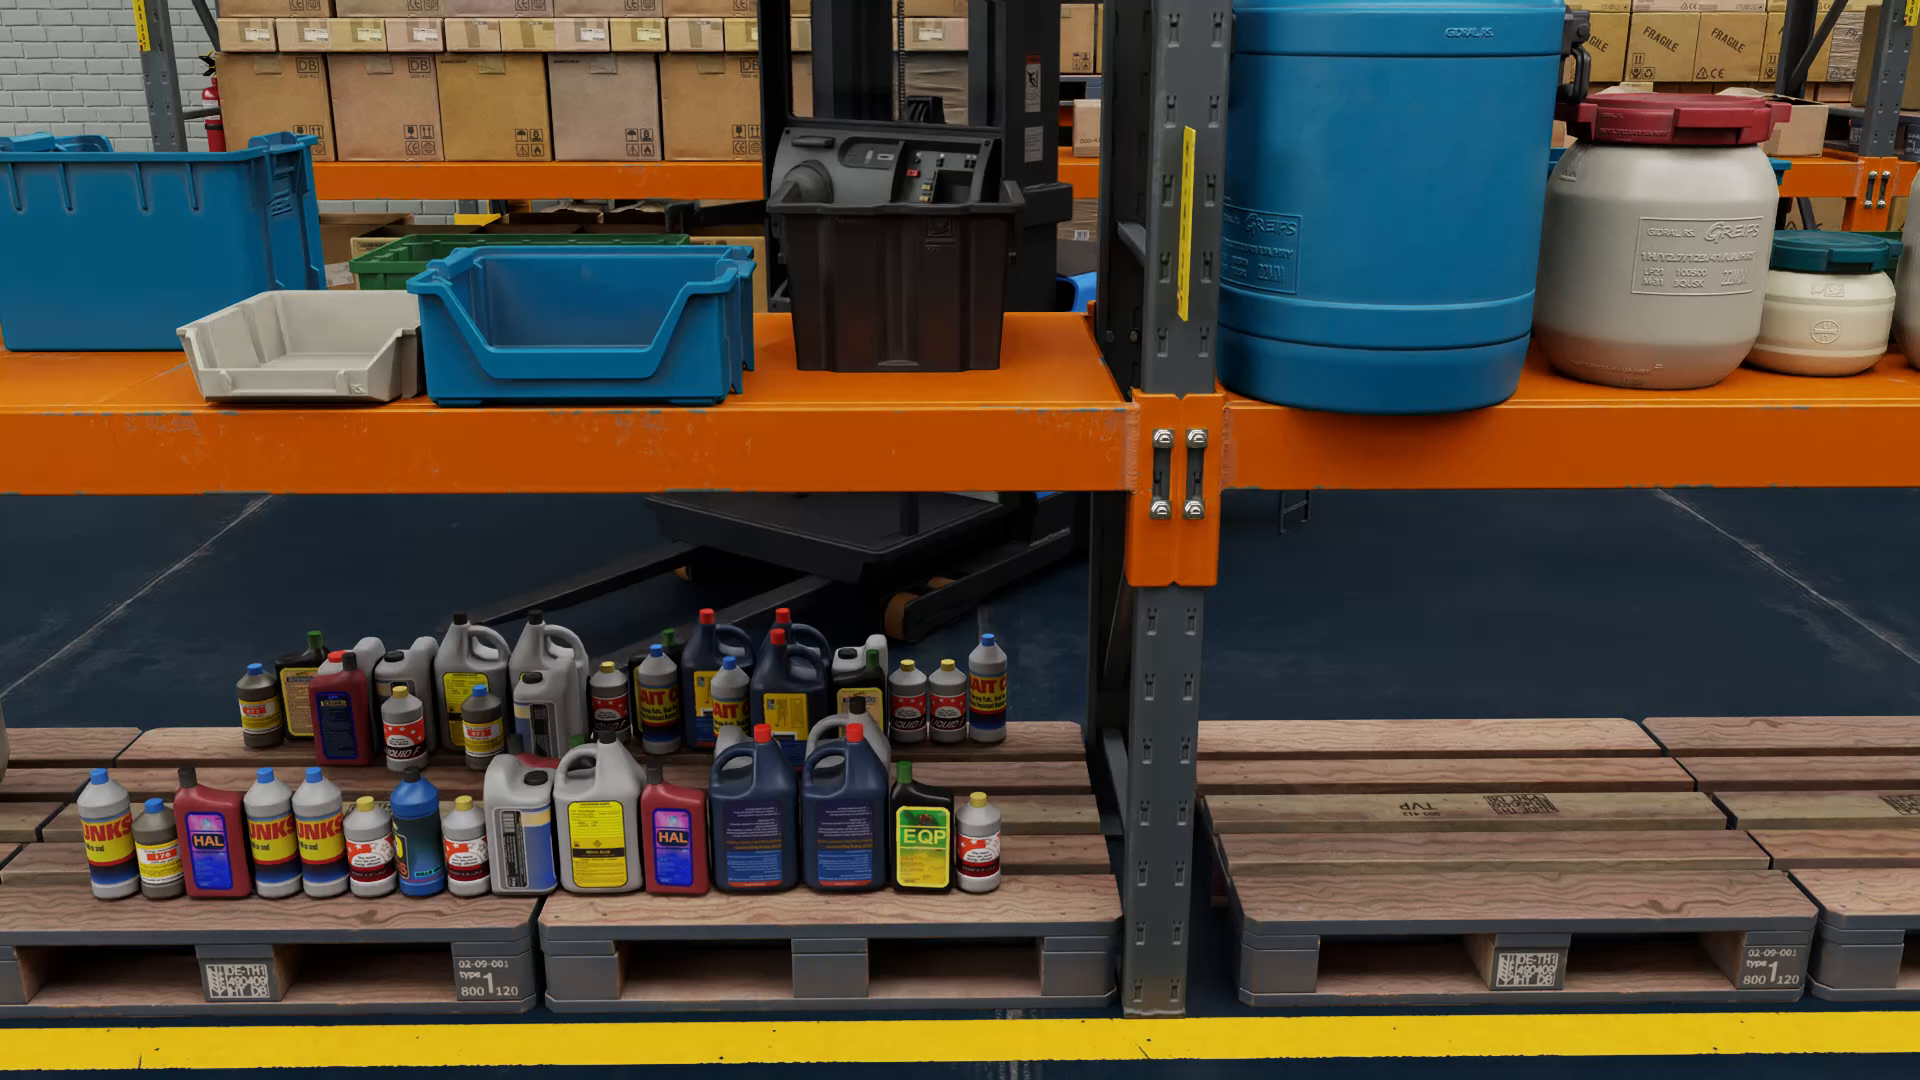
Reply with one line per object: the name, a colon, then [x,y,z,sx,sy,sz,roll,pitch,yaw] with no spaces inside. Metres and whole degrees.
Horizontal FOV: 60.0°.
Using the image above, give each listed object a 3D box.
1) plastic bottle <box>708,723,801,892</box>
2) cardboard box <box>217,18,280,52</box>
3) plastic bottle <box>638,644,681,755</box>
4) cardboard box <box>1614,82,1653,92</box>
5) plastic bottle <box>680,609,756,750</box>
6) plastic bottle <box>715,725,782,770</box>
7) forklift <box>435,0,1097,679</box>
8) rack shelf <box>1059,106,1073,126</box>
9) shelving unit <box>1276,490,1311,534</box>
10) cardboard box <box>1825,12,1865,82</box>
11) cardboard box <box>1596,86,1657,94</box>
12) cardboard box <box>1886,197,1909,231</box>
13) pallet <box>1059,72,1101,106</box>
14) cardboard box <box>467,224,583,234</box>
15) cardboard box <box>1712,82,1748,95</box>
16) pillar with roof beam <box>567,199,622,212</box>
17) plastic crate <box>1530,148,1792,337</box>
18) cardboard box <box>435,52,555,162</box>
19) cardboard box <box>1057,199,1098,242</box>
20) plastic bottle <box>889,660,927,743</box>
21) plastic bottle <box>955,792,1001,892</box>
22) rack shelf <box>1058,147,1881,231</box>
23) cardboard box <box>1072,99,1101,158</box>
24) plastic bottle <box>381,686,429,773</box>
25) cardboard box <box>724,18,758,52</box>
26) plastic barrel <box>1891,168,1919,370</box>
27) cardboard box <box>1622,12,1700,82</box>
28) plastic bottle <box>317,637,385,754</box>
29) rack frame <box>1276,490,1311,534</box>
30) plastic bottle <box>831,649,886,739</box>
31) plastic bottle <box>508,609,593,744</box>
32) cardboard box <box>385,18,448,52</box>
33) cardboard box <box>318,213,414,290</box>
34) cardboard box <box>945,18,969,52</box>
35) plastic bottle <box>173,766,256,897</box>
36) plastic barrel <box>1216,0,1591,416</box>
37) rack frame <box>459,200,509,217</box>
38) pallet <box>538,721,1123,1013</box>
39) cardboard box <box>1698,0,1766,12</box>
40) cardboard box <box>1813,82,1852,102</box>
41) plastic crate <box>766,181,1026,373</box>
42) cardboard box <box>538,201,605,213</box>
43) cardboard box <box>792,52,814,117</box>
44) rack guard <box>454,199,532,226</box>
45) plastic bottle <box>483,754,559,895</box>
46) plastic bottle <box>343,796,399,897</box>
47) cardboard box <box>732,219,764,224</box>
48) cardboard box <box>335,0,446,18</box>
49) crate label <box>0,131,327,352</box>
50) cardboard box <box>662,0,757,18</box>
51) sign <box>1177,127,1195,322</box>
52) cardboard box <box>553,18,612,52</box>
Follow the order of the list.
plastic bottle: [-0.435,0.557,3.517,0.185,0.351,0.144,-1,18,-4]
cardboard box: [-3.282,-2.373,7.809,0.250,0.149,0.380,0,18,-1]
plastic bottle: [-0.753,0.393,4.159,0.097,0.271,0.097,0,18,0]
cardboard box: [5.091,-3.427,12.698,0.250,0.149,0.380,0,18,1]
plastic bottle: [-0.606,0.343,4.184,0.185,0.351,0.144,-1,18,-3]
plastic bottle: [-0.462,0.547,3.669,0.135,0.276,0.152,0,18,-1]
forklift: [-0.404,-1.225,5.569,1.130,2.935,3.031,13,22,35]
rack shelf: [2.240,-3.280,13.039,4.000,0.370,1.077,0,18,-1]
shelving unit: [1.159,-0.673,6.680,0.503,1.200,0.258,15,23,38]
cardboard box: [6.769,-3.766,12.692,0.500,0.500,0.500,0,18,-1]
cardboard box: [3.424,-2.132,8.428,0.500,0.311,0.500,0,18,-2]
cardboard box: [7.591,-2.785,13.150,0.750,0.750,0.750,0,18,0]
pallet: [1.006,-3.481,12.802,1.213,0.211,1.003,0,18,-1]
cardboard box: [-2.138,-1.272,8.190,0.500,0.500,0.500,0,18,-1]
cardboard box: [5.858,-3.468,12.825,0.250,0.149,0.380,0,18,0]
pillar with roof beam: [-3.005,-5.403,8.658,0.400,9.000,9.100,0,18,-1]
plastic crate: [1.494,-0.680,3.782,0.575,0.384,0.392,0,18,-1]
cardboard box: [-2.189,-2.131,8.117,0.500,0.500,0.700,0,18,0]
cardboard box: [0.976,-2.641,13.241,0.500,0.500,0.700,0,18,1]
plastic bottle: [-0.133,0.405,4.237,0.097,0.201,0.097,0,18,0]
plastic bottle: [0.038,0.633,3.525,0.097,0.201,0.097,0,18,0]
rack shelf: [2.322,-1.767,8.323,4.000,0.370,1.077,0,18,-1]
cardboard box: [0.813,-2.044,8.255,0.500,0.250,0.500,1,18,3]
plastic bottle: [-1.362,0.457,4.073,0.097,0.201,0.097,0,18,0]
cardboard box: [-0.964,-2.385,7.847,0.250,0.149,0.380,0,18,-1]
plastic barrel: [2.090,-0.593,3.263,0.433,0.535,0.433,0,18,0]
cardboard box: [5.253,-3.755,12.658,0.500,0.500,0.500,0,18,1]
plastic bottle: [-1.521,0.384,4.178,0.135,0.276,0.152,0,18,0]
rack frame: [1.345,-0.624,6.529,0.015,1.200,0.240,15,23,38]
plastic bottle: [-0.250,0.407,4.095,0.133,0.283,0.061,0,18,-1]
plastic bottle: [-1.031,0.345,4.178,0.185,0.351,0.144,0,18,-1]
cardboard box: [-2.516,-2.377,7.820,0.250,0.149,0.380,-1,18,-2]
cardboard box: [-3.146,-1.422,8.656,0.500,0.500,0.500,0,18,-1]
cardboard box: [0.053,-2.390,7.861,0.250,0.149,0.380,0,18,-1]
plastic bottle: [-1.559,0.607,3.471,0.133,0.283,0.061,0,18,0]
plastic barrel: [0.787,-0.735,3.108,0.708,0.901,0.600,0,18,-1]
rack frame: [-3.760,-3.594,12.839,0.127,3.000,1.000,0,18,-1]
pallet: [-0.276,0.731,3.922,1.213,0.211,1.003,0,18,-1]
cardboard box: [5.735,-4.118,12.563,0.500,0.250,0.500,0,18,0]
cardboard box: [6.634,-3.461,12.803,0.250,0.149,0.380,-1,18,-2]
plastic crate: [-0.129,-0.594,3.590,0.504,0.338,0.767,0,18,-1]
cardboard box: [-3.066,-2.499,13.107,0.500,0.311,0.500,-2,18,-7]
cardboard box: [-0.649,-2.139,8.141,0.500,0.500,0.700,0,18,-1]
rack guard: [-3.684,-2.404,13.222,0.348,0.500,1.175,0,18,-1]
plastic bottle: [-0.920,0.594,3.525,0.135,0.276,0.152,0,18,0]
plastic bottle: [-1.244,0.639,3.506,0.097,0.201,0.097,0,18,0]
cardboard box: [-1.147,-1.436,8.700,0.500,0.500,0.500,0,18,-1]
cardboard box: [-2.632,-2.749,7.918,0.500,0.500,0.700,-1,18,-2]
crate label: [-1.767,-0.676,3.687,0.616,0.435,0.502,0,18,-1]
cardboard box: [-1.128,-2.756,7.941,0.500,0.500,0.700,0,18,-1]
sign: [0.394,-0.551,2.901,0.005,0.325,0.100,0,18,-1]
cardboard box: [-1.745,-2.380,7.832,0.250,0.149,0.380,0,18,0]
